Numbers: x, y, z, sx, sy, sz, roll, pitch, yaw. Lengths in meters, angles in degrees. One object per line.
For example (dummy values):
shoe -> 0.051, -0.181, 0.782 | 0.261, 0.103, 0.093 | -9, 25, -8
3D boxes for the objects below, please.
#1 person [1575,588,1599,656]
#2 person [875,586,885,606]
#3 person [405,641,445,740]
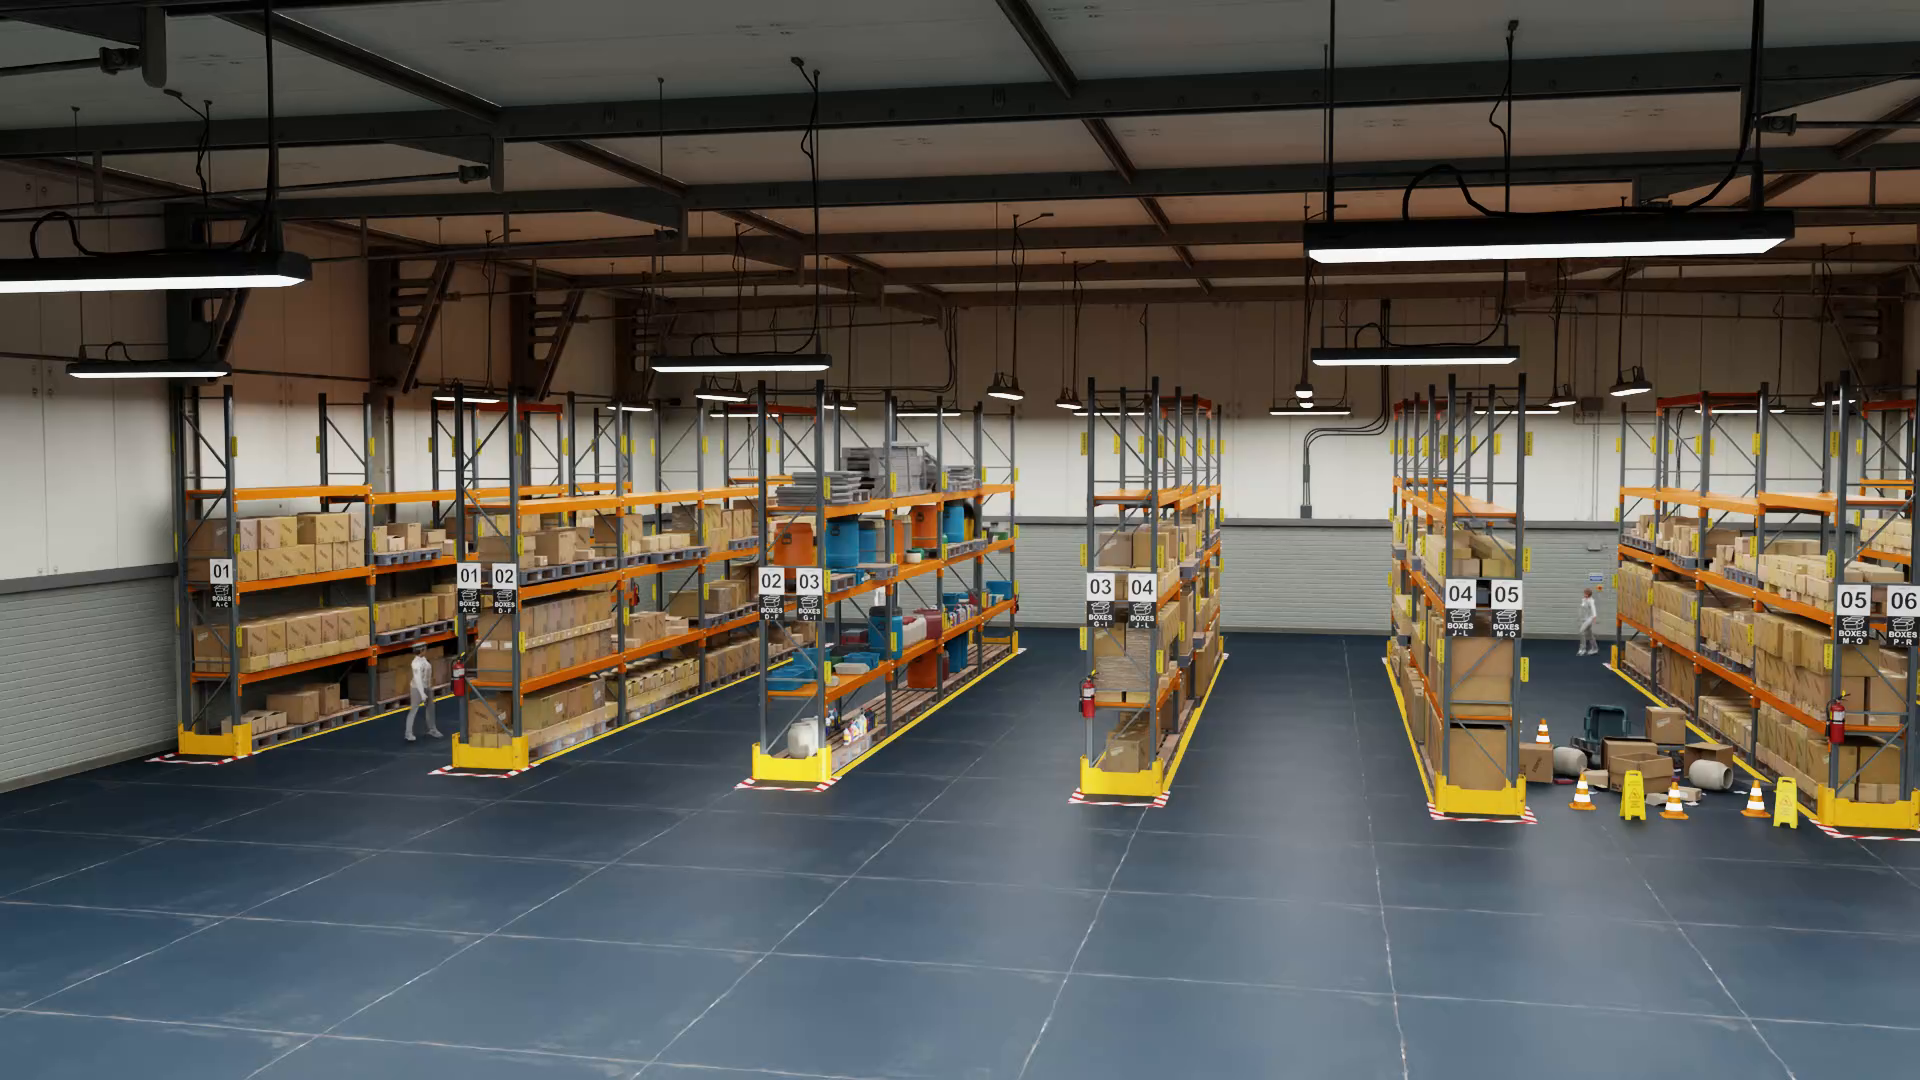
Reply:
person -> 15.070, 1.970, 39.968 | 0.597, 1.611, 0.424 | 0, 3, -4
person -> -1.987, 1.727, 43.523 | 0.477, 1.636, 1.017 | 1, 3, 10
person -> -9.208, 2.584, 28.502 | 0.507, 1.709, 0.620 | 1, 3, 13
